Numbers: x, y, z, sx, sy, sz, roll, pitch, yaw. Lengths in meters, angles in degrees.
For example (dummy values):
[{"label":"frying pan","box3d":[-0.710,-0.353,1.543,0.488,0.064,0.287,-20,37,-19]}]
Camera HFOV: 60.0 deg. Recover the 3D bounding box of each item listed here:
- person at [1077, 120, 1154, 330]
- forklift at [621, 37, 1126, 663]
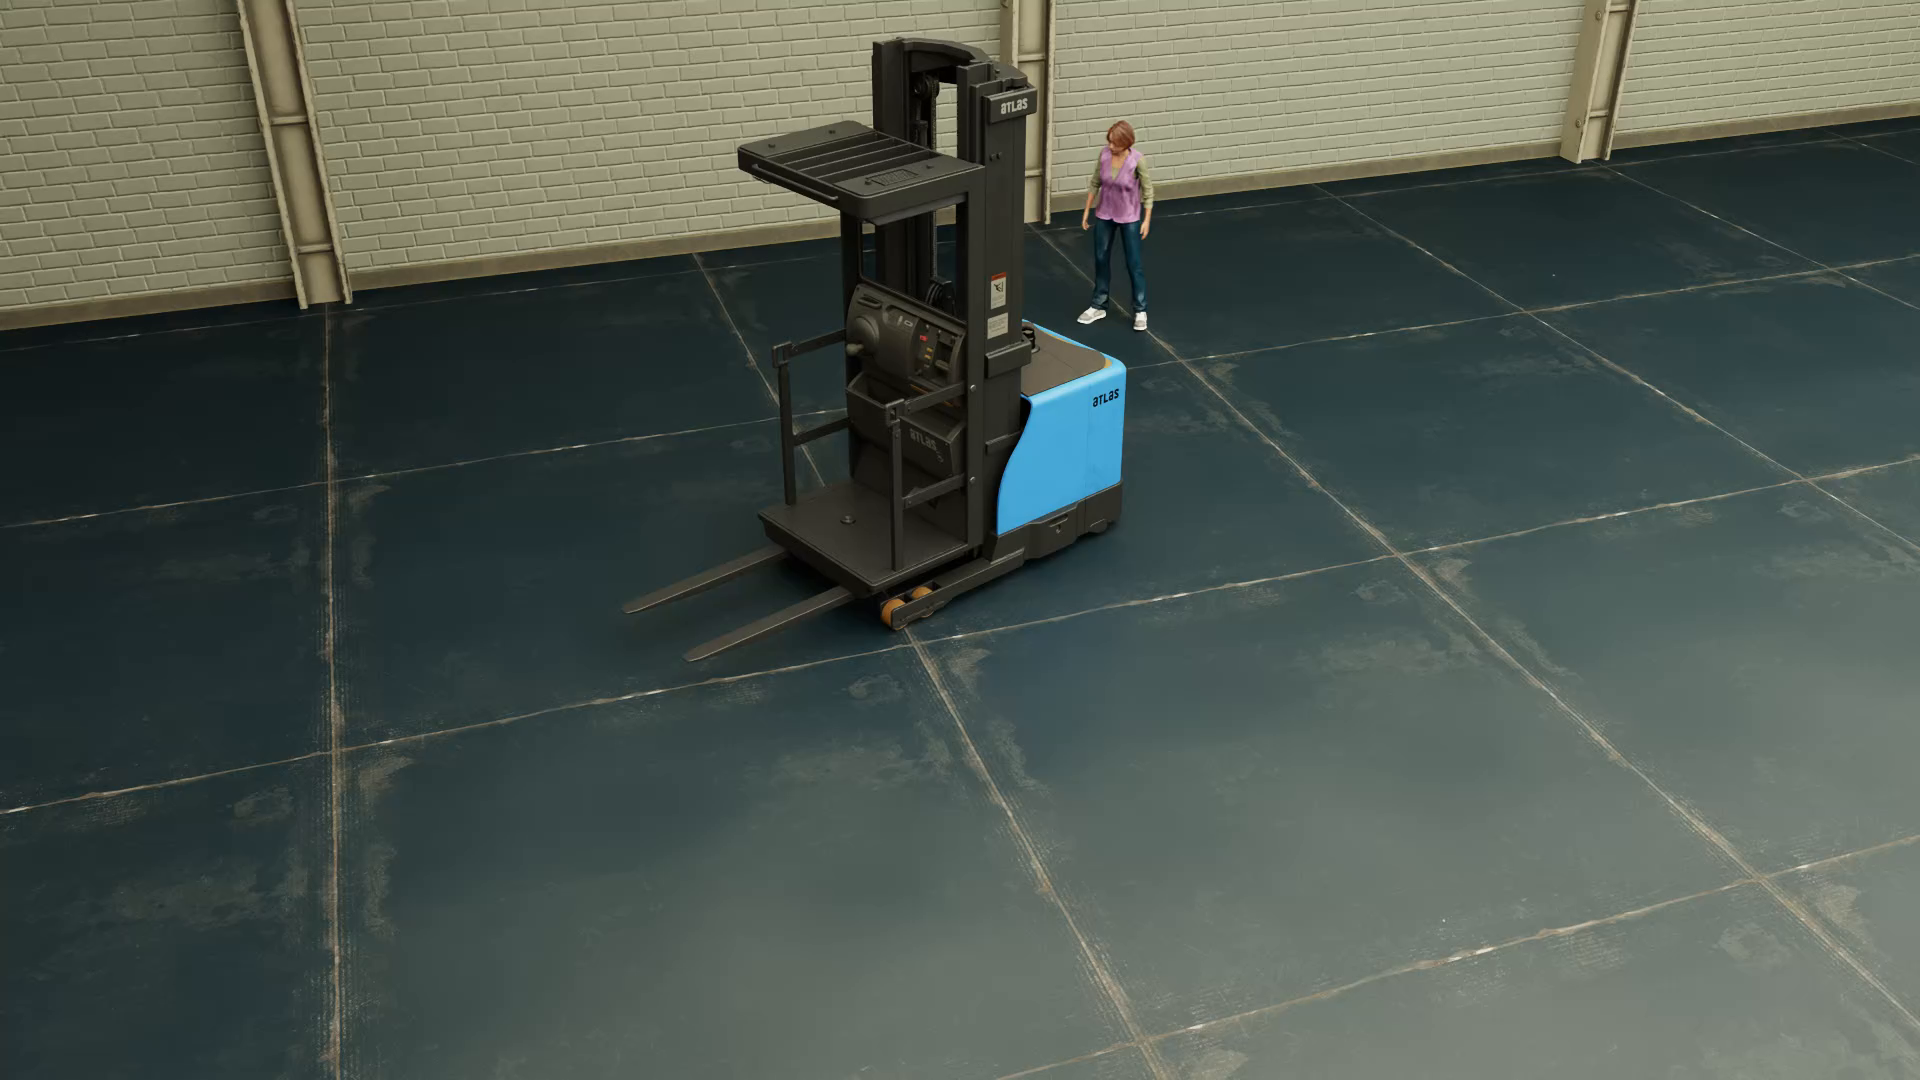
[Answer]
[{"label":"person","box3d":[1.211,-2.411,12.622,0.576,1.599,0.396,14,33,22]},{"label":"forklift","box3d":[-0.461,-1.072,8.951,3.031,2.935,1.130,-23,37,-34]}]
